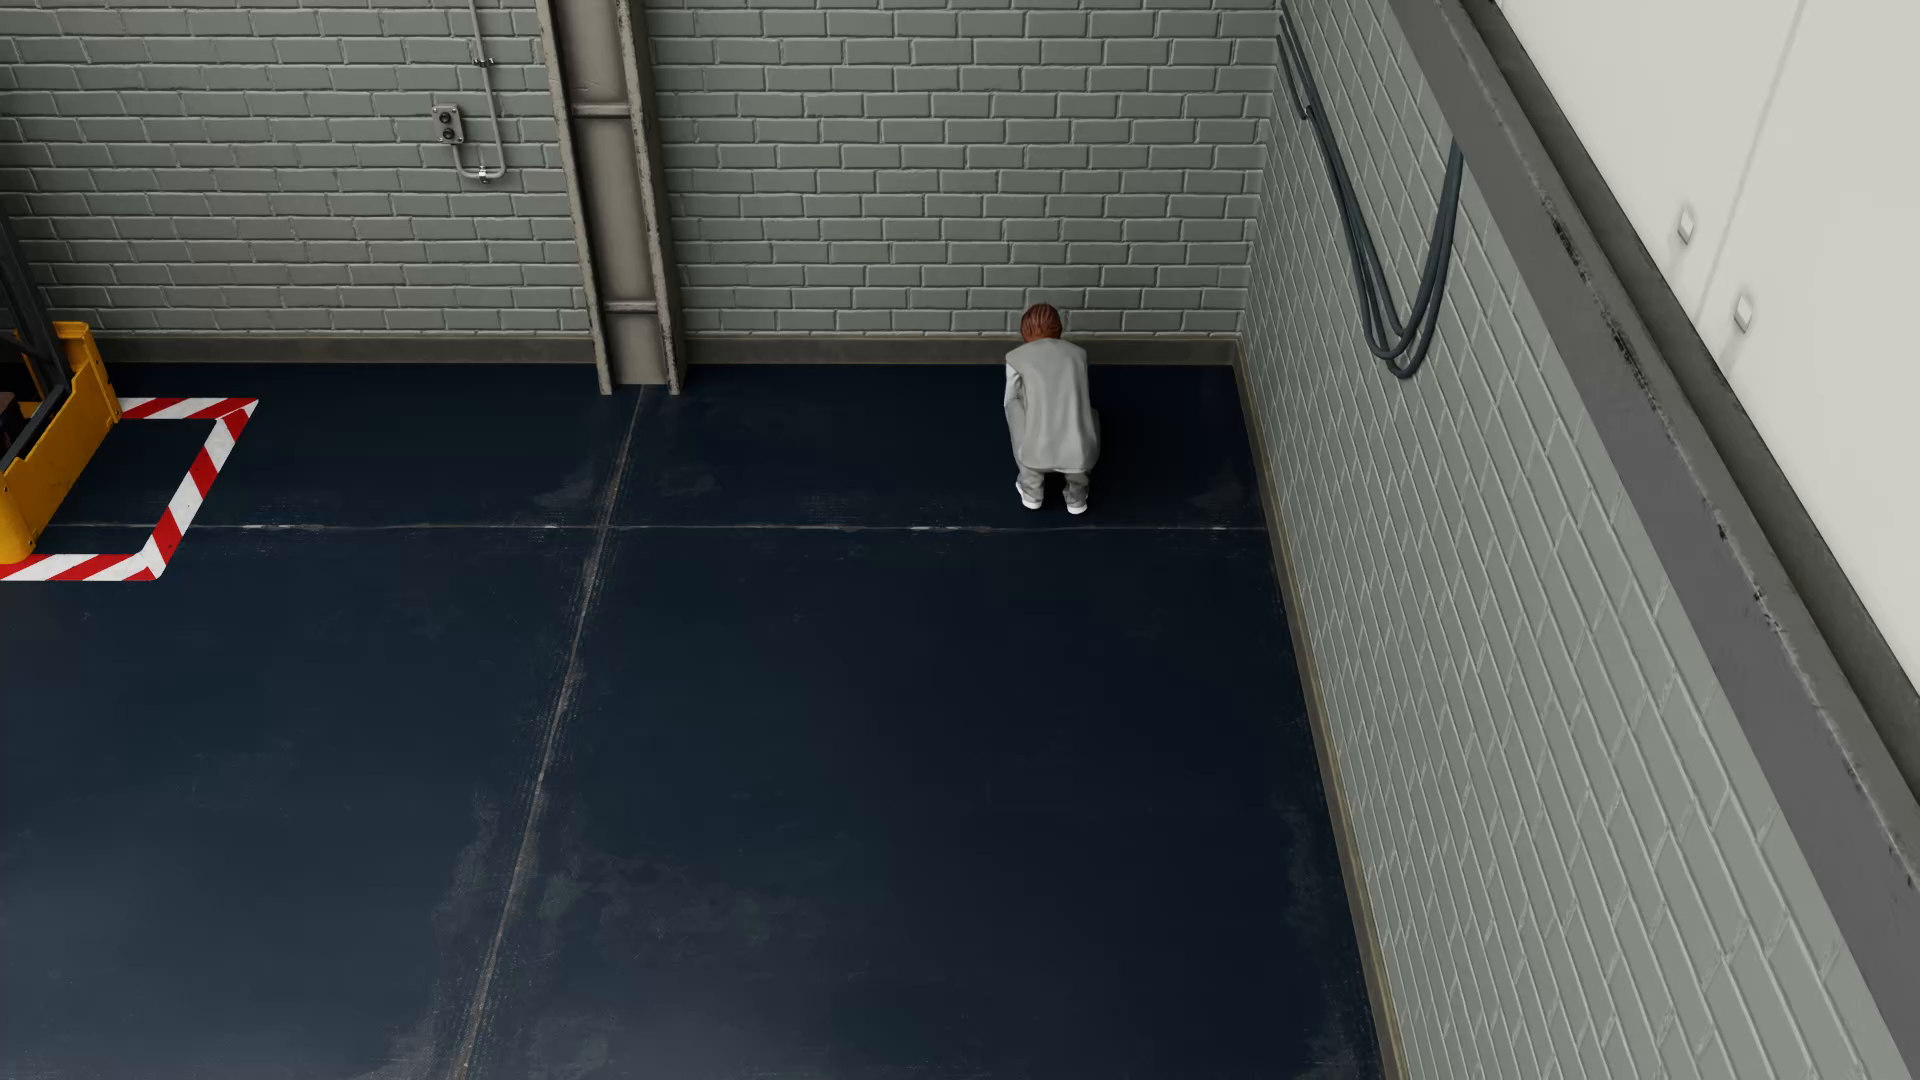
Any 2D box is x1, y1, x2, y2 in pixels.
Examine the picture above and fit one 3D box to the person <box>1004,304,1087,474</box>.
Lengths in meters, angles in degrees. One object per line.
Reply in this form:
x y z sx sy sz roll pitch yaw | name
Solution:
0.398 -0.563 7.483 0.392 0.768 0.791 0 40 0 | person
